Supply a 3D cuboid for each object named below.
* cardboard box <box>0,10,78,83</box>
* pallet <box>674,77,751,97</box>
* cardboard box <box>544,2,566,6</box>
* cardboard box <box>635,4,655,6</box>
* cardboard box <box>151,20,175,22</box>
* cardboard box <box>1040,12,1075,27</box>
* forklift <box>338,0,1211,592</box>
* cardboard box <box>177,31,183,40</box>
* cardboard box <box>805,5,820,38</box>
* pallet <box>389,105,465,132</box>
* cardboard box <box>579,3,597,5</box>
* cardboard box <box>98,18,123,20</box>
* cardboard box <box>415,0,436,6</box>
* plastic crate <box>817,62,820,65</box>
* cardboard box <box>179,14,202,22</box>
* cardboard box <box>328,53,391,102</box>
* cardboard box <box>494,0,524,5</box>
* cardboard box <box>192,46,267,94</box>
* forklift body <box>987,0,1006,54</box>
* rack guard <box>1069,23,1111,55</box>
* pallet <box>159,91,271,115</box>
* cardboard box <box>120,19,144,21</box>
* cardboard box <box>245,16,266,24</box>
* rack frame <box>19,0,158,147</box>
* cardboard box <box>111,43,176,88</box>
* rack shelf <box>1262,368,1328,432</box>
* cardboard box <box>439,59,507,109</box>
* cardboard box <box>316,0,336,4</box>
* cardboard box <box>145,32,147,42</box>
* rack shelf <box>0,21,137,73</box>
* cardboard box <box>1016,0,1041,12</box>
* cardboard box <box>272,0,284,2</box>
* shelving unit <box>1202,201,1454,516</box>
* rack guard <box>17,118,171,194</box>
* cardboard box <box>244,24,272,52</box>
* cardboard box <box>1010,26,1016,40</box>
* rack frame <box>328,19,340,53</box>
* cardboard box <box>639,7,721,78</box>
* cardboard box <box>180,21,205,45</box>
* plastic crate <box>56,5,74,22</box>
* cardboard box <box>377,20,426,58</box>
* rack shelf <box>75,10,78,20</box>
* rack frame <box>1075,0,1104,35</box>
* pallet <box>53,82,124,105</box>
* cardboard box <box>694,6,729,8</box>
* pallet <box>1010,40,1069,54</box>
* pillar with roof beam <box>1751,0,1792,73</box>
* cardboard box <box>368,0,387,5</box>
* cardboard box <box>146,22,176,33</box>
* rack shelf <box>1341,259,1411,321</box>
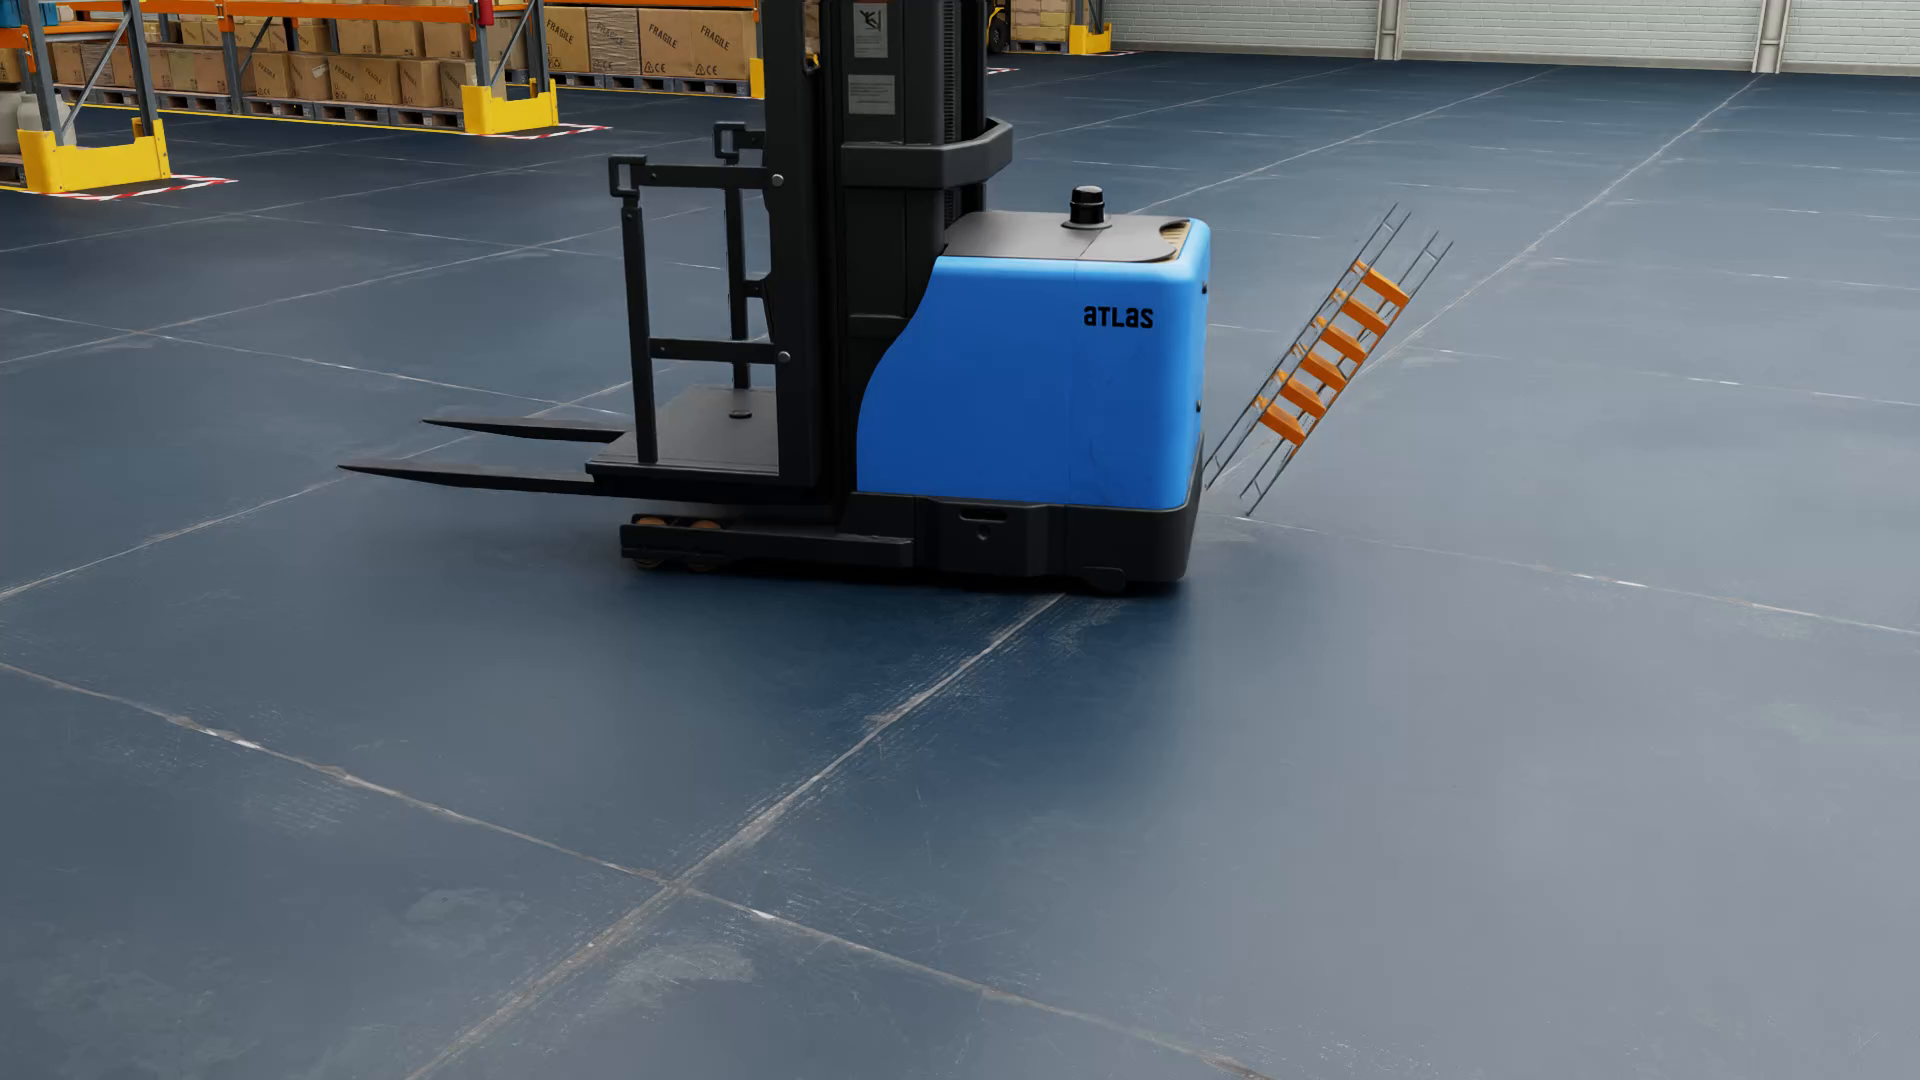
[{"bbox_3d":[-12.460,-6.601,22.164,0.875,0.875,1.225,10,22,25],"label":"cardboard box"},{"bbox_3d":[-3.113,-6.210,22.675,1.213,0.211,1.003,11,23,27],"label":"pallet"},{"bbox_3d":[-7.598,-9.570,30.349,0.875,0.875,0.875,11,22,27],"label":"cardboard box"},{"bbox_3d":[-6.444,-10.992,34.819,0.500,0.500,0.500,10,22,25],"label":"cardboard box"},{"bbox_3d":[-13.509,-8.753,28.290,0.250,0.149,0.380,10,22,27],"label":"cardboard box"},{"bbox_3d":[1.789,-9.508,30.360,0.500,0.250,0.500,10,22,27],"label":"cardboard box"},{"bbox_3d":[-0.678,-1.445,5.549,3.031,2.935,1.130,4,20,11],"label":"forklift"},{"bbox_3d":[-13.013,-8.559,28.191,0.250,0.149,0.380,12,23,30],"label":"cardboard box"},{"bbox_3d":[-2.235,-8.473,27.142,0.500,0.500,0.500,12,23,30],"label":"cardboard box"},{"bbox_3d":[-5.642,-4.799,18.784,1.213,0.211,1.003,11,23,27],"label":"pallet"},{"bbox_3d":[-7.797,-11.250,35.531,0.500,0.500,0.500,12,23,30],"label":"cardboard box"},{"bbox_3d":[-14.823,-9.042,29.086,0.250,0.149,0.380,12,23,29],"label":"cardboard box"},{"bbox_3d":[-5.695,-5.887,18.064,0.250,0.149,0.380,11,23,27],"label":"cardboard box"},{"bbox_3d":[-2.572,-7.689,26.945,0.583,0.080,0.402,3,20,9],"label":"plastic crate"},{"bbox_3d":[-12.337,-8.580,27.070,0.500,0.250,0.500,10,22,25],"label":"cardboard box"},{"bbox_3d":[-6.962,-5.388,19.368,0.500,0.500,0.500,9,22,23],"label":"cardboard box"},{"bbox_3d":[-5.016,-5.952,18.242,0.250,0.149,0.380,11,23,27],"label":"cardboard box"},{"bbox_3d":[-8.902,-5.757,20.357,0.500,0.500,0.700,9,22,23],"label":"cardboard box"},{"bbox_3d":[-0.179,-9.753,29.598,1.214,2.155,2.313,11,23,27],"label":"forklift body"},{"bbox_3d":[2.387,-9.201,30.496,0.348,0.500,1.175,11,23,27],"label":"rack guard"},{"bbox_3d":[-9.056,-5.435,20.538,1.213,0.211,1.003,11,23,27],"label":"pallet"},{"bbox_3d":[-14.208,-8.877,28.632,0.250,0.149,0.380,10,22,25],"label":"cardboard box"},{"bbox_3d":[-10.968,-8.322,26.358,0.500,0.250,0.500,11,23,29],"label":"cardboard box"},{"bbox_3d":[-7.299,-4.477,13.808,0.127,3.000,1.000,11,23,27],"label":"rack frame"},{"bbox_3d":[-10.285,-6.027,21.103,0.500,0.500,0.700,13,24,32],"label":"cardboard box"},{"bbox_3d":[1.217,-0.517,6.061,0.180,0.103,0.258,32,18,-9],"label":"rack shelf"},{"bbox_3d":[-5.421,-5.082,18.527,0.500,0.500,0.500,16,25,37],"label":"cardboard box"},{"bbox_3d":[-7.019,-6.128,18.727,0.250,0.149,0.380,11,23,27],"label":"cardboard box"},{"bbox_3d":[-13.525,-8.403,27.760,0.250,0.149,0.380,10,22,25],"label":"cardboard box"},{"bbox_3d":[-9.045,-4.471,14.847,4.000,0.370,1.077,11,23,27],"label":"rack shelf"},{"bbox_3d":[1.364,-9.822,30.492,0.500,0.250,0.500,11,23,28],"label":"cardboard box"},{"bbox_3d":[-7.668,-6.256,19.080,0.250,0.149,0.380,11,23,27],"label":"cardboard box"},{"bbox_3d":[1.306,-0.646,6.010,0.189,1.200,0.258,32,18,-9],"label":"shelving unit"},{"bbox_3d":[-7.389,-3.300,14.230,0.348,0.500,1.175,11,23,27],"label":"rack guard"},{"bbox_3d":[-10.984,-7.966,26.477,0.500,0.500,0.500,10,22,25],"label":"cardboard box"},{"bbox_3d":[0.940,-9.440,30.907,0.500,0.250,0.500,11,23,28],"label":"cardboard box"},{"bbox_3d":[-9.361,-8.741,25.565,0.127,3.000,1.000,11,23,27],"label":"rack frame"},{"bbox_3d":[-3.770,-6.848,22.846,0.875,0.875,0.875,10,22,26],"label":"cardboard box"},{"bbox_3d":[-12.337,-8.227,27.197,0.500,0.500,0.500,12,23,29],"label":"cardboard box"},{"bbox_3d":[-7.924,-4.597,14.527,0.250,0.136,0.298,11,23,27],"label":"plastic crate"},{"bbox_3d":[-8.108,-7.609,25.126,0.750,0.750,1.050,11,23,28],"label":"cardboard box"},{"bbox_3d":[-13.614,-7.276,22.580,4.000,0.370,1.077,11,23,27],"label":"rack shelf"},{"bbox_3d":[2.367,-10.380,30.081,0.127,3.000,1.000,11,23,27],"label":"rack frame"},{"bbox_3d":[-11.187,-5.840,21.656,1.213,0.211,1.003,11,23,27],"label":"pallet"},{"bbox_3d":[-5.092,-10.739,34.121,0.500,0.500,0.500,12,23,29],"label":"cardboard box"},{"bbox_3d":[1.678,-9.184,30.873,1.213,0.211,1.003,11,23,27],"label":"pallet"},{"bbox_3d":[10.575,-10.307,21.082,0.400,9.000,9.100,11,23,27],"label":"pillar with roof beam"},{"bbox_3d":[-6.333,-6.022,18.436,0.250,0.149,0.380,11,23,27],"label":"cardboard box"},{"bbox_3d":[-13.291,-8.525,27.661,0.250,0.149,0.380,12,23,29],"label":"cardboard box"},{"bbox_3d":[1.475,-0.894,5.913,0.180,0.103,0.258,32,18,-9],"label":"rack shelf"}]
